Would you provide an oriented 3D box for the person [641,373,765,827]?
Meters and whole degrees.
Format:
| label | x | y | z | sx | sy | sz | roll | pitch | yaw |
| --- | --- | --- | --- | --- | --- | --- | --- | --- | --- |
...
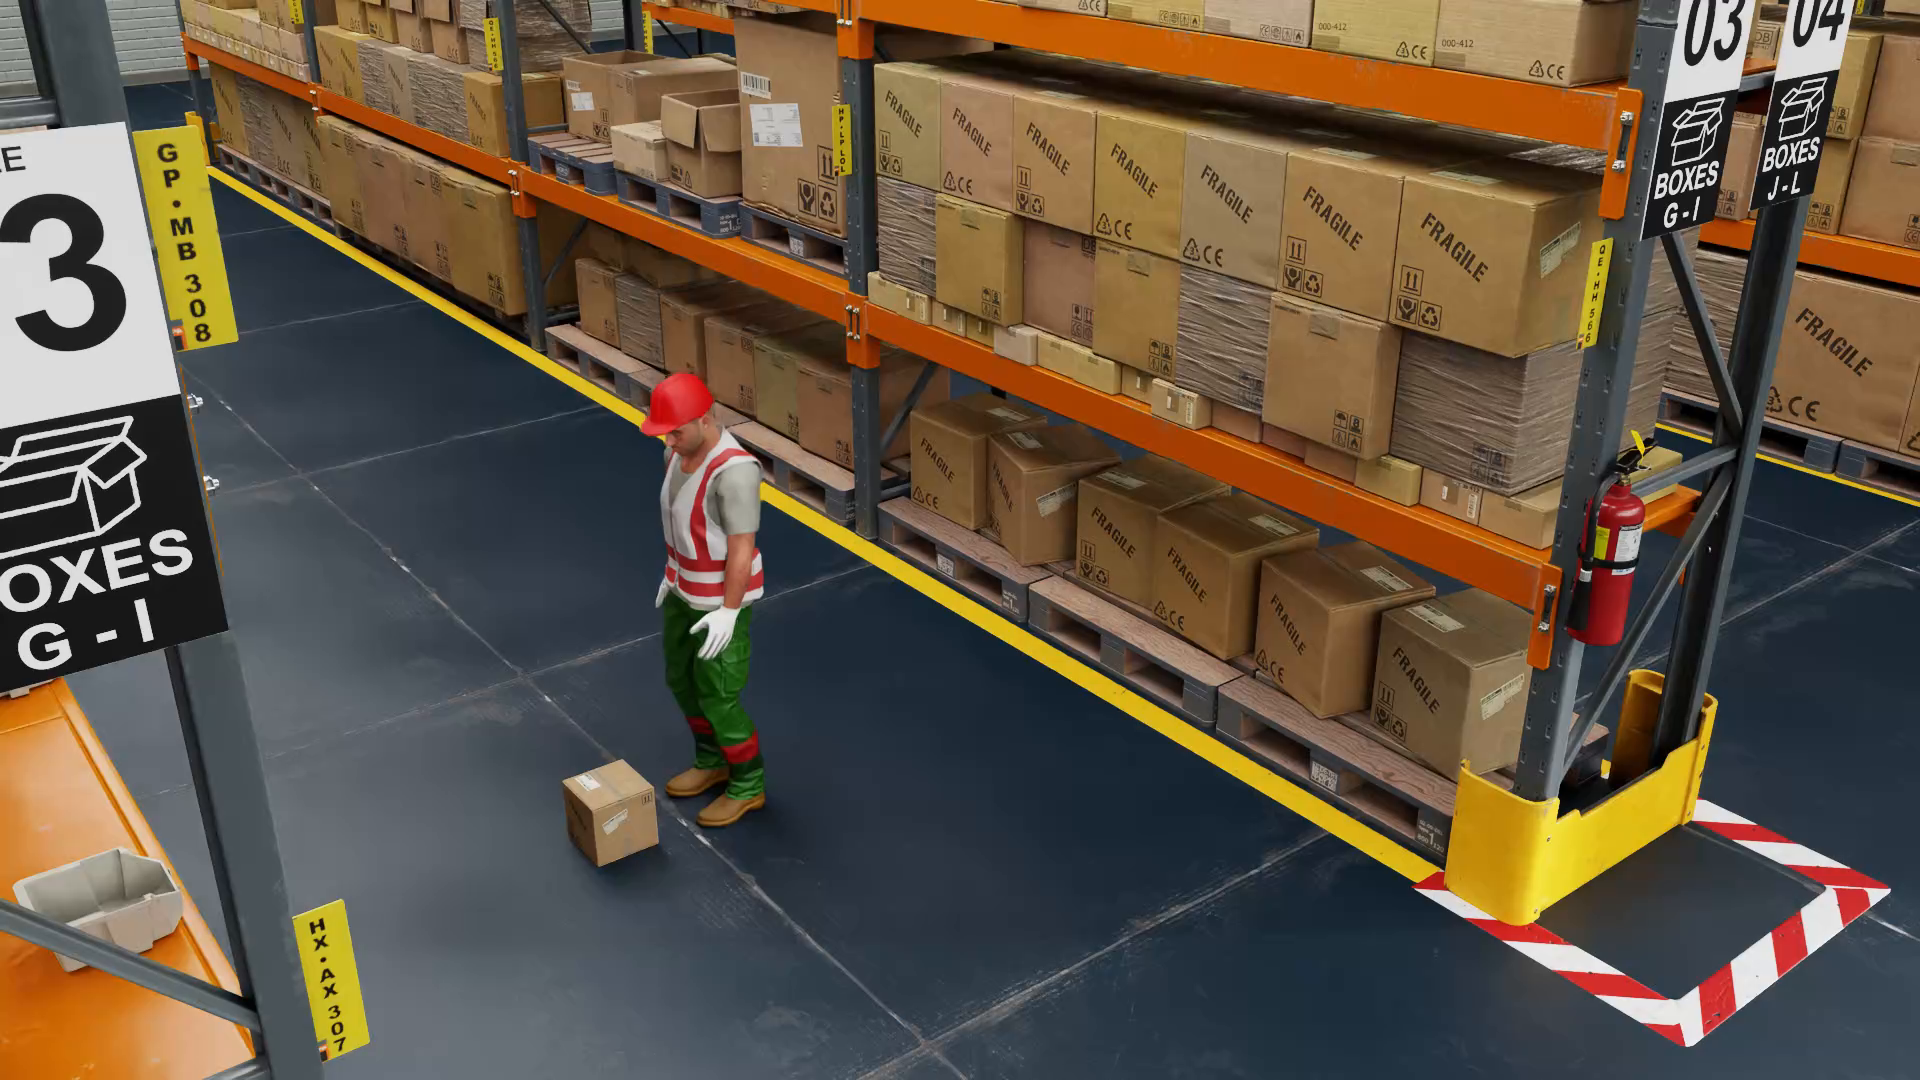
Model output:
| label | x | y | z | sx | sy | sz | roll | pitch | yaw |
| --- | --- | --- | --- | --- | --- | --- | --- | --- | --- |
| person | -0.934 | 0.219 | 6.129 | 0.400 | 1.765 | 0.535 | -17 | 30 | -33 |
